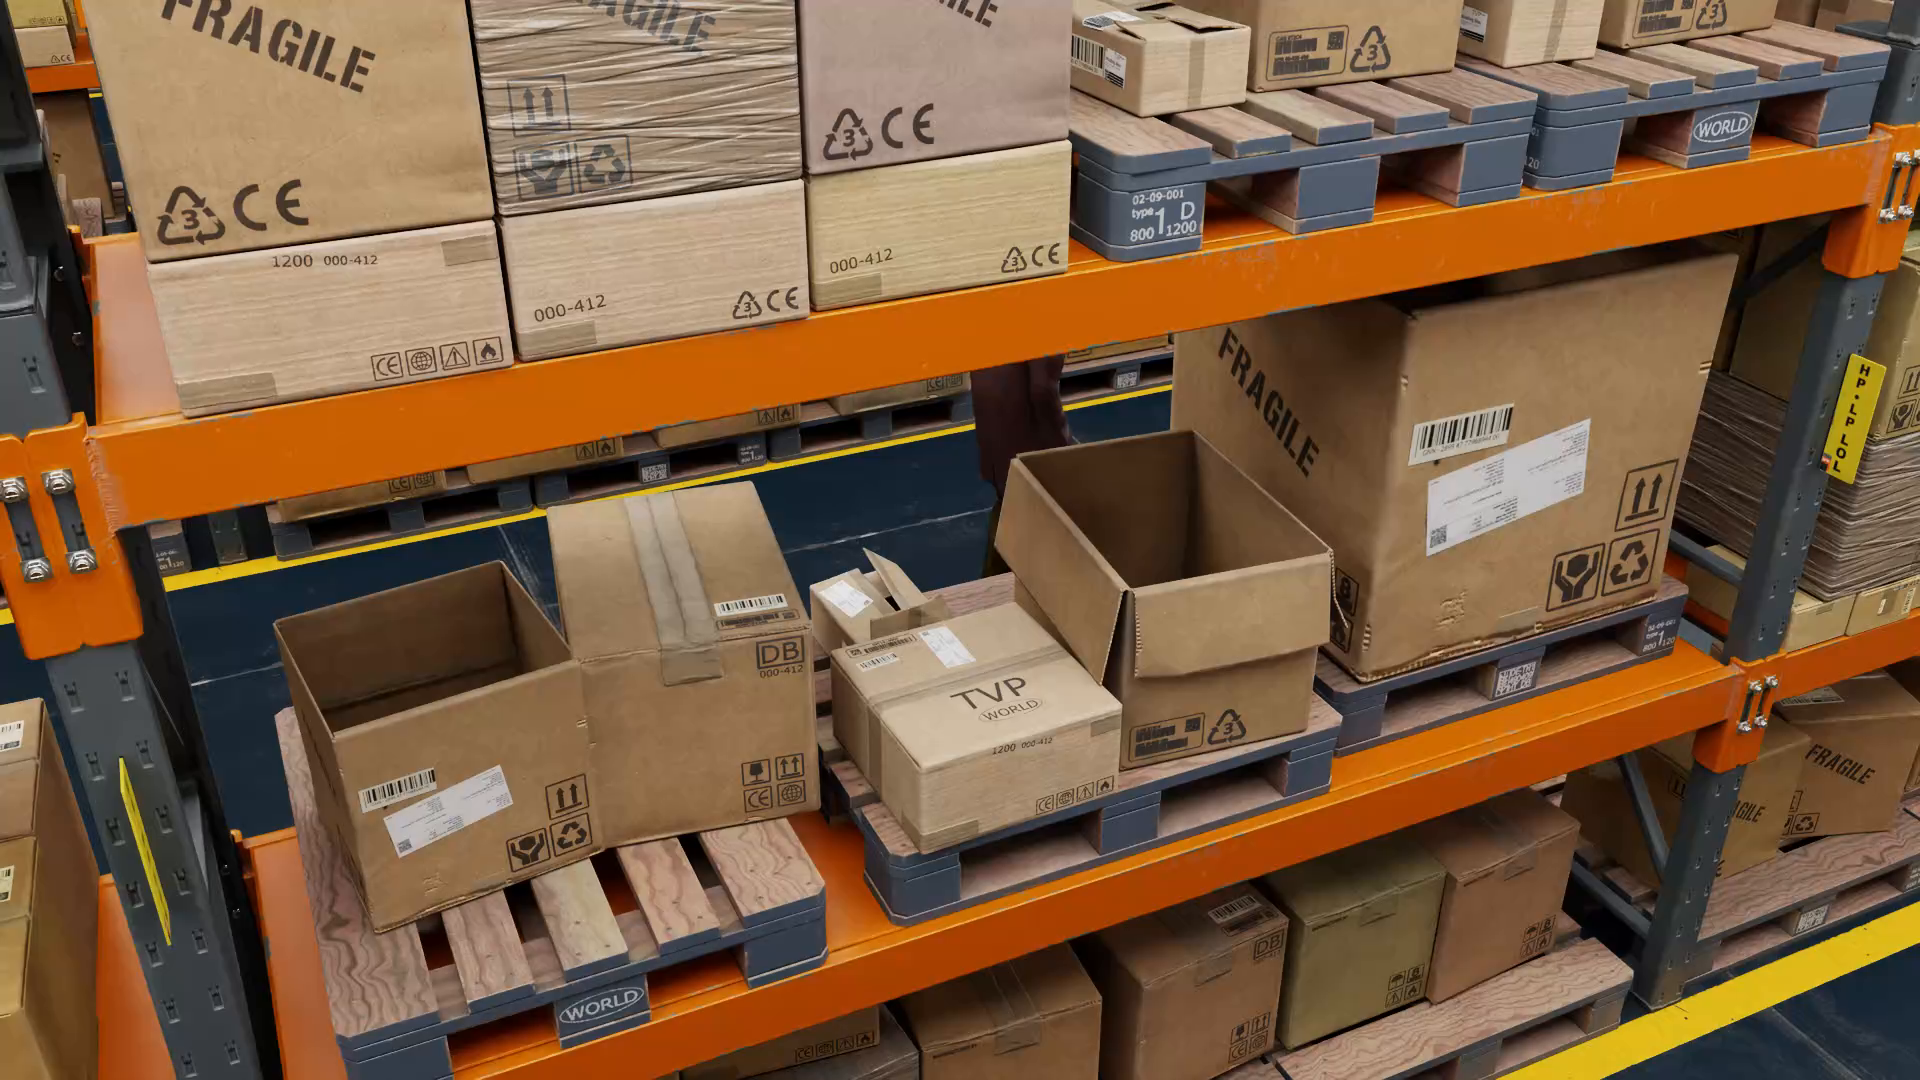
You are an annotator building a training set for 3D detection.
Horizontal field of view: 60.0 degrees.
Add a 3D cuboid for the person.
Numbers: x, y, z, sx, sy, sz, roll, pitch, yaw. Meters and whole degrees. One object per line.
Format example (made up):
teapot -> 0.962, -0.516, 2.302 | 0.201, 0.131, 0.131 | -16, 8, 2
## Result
person -> 0.270, -0.463, 6.977 | 0.429, 1.772, 0.646 | -15, 32, -25
